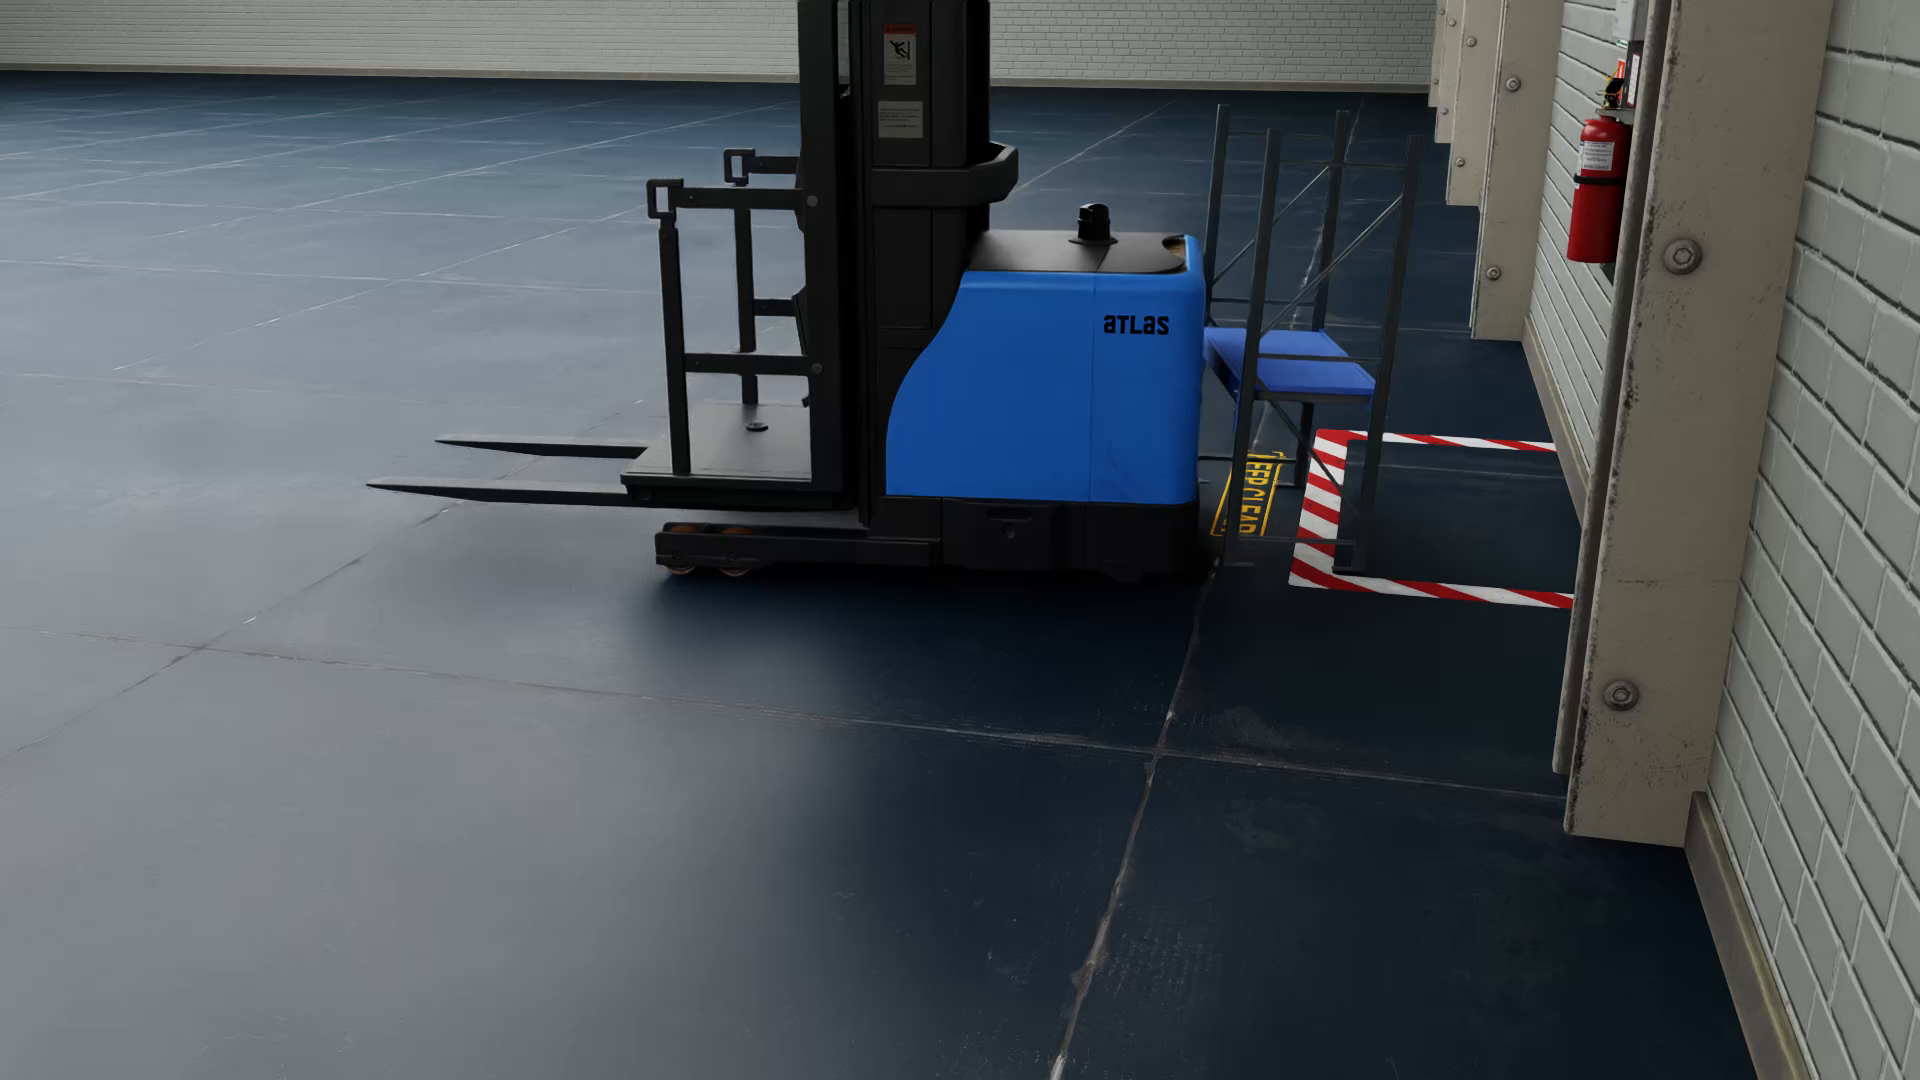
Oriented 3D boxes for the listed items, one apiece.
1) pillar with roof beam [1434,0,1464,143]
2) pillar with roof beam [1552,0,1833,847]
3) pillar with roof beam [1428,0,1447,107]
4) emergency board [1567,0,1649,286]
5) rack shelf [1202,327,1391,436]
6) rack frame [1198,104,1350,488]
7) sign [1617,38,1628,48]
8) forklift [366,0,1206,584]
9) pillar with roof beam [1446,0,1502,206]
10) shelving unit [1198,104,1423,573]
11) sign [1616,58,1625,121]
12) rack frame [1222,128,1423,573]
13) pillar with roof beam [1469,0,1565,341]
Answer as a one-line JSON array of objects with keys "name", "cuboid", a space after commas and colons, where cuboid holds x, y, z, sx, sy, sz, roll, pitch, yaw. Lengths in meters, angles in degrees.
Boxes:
[{"name": "pillar with roof beam", "cuboid": [1.906, -9.570, 20.283, 9.100, 9.000, 0.400, 5, 19, 13]}, {"name": "pillar with roof beam", "cuboid": [-2.492, -3.928, 3.765, 9.100, 9.000, 0.400, 5, 19, 13]}, {"name": "pillar with roof beam", "cuboid": [3.372, -11.450, 25.789, 9.100, 9.000, 0.400, 5, 19, 13]}, {"name": "emergency board", "cuboid": [2.324, -1.520, 5.998, 0.194, 1.169, 0.643, 5, 19, 13]}, {"name": "rack shelf", "cuboid": [1.195, -0.604, 6.157, 0.538, 0.185, 1.000, 2, 19, -2]}, {"name": "rack frame", "cuboid": [1.198, -0.939, 6.580, 0.500, 1.500, 0.032, 2, 19, -2]}, {"name": "sign", "cuboid": [2.549, -1.953, 6.388, 0.001, 0.109, 0.331, 5, 19, 13]}, {"name": "forklift", "cuboid": [-0.640, -1.429, 5.835, 3.031, 2.935, 1.130, 2, 19, 7]}, {"name": "pillar with roof beam", "cuboid": [0.440, -7.689, 14.777, 9.100, 9.000, 0.400, 5, 19, 13]}, {"name": "shelving unit", "cuboid": [1.204, -0.774, 6.099, 0.538, 1.500, 1.048, 2, 19, -2]}, {"name": "sign", "cuboid": [2.559, -1.703, 6.476, 0.001, 0.329, 0.234, 5, 19, 13]}, {"name": "rack frame", "cuboid": [1.210, -0.610, 5.618, 0.500, 1.500, 0.032, 2, 19, -2]}, {"name": "pillar with roof beam", "cuboid": [-1.026, -5.808, 9.271, 9.100, 9.000, 0.400, 5, 19, 13]}]
